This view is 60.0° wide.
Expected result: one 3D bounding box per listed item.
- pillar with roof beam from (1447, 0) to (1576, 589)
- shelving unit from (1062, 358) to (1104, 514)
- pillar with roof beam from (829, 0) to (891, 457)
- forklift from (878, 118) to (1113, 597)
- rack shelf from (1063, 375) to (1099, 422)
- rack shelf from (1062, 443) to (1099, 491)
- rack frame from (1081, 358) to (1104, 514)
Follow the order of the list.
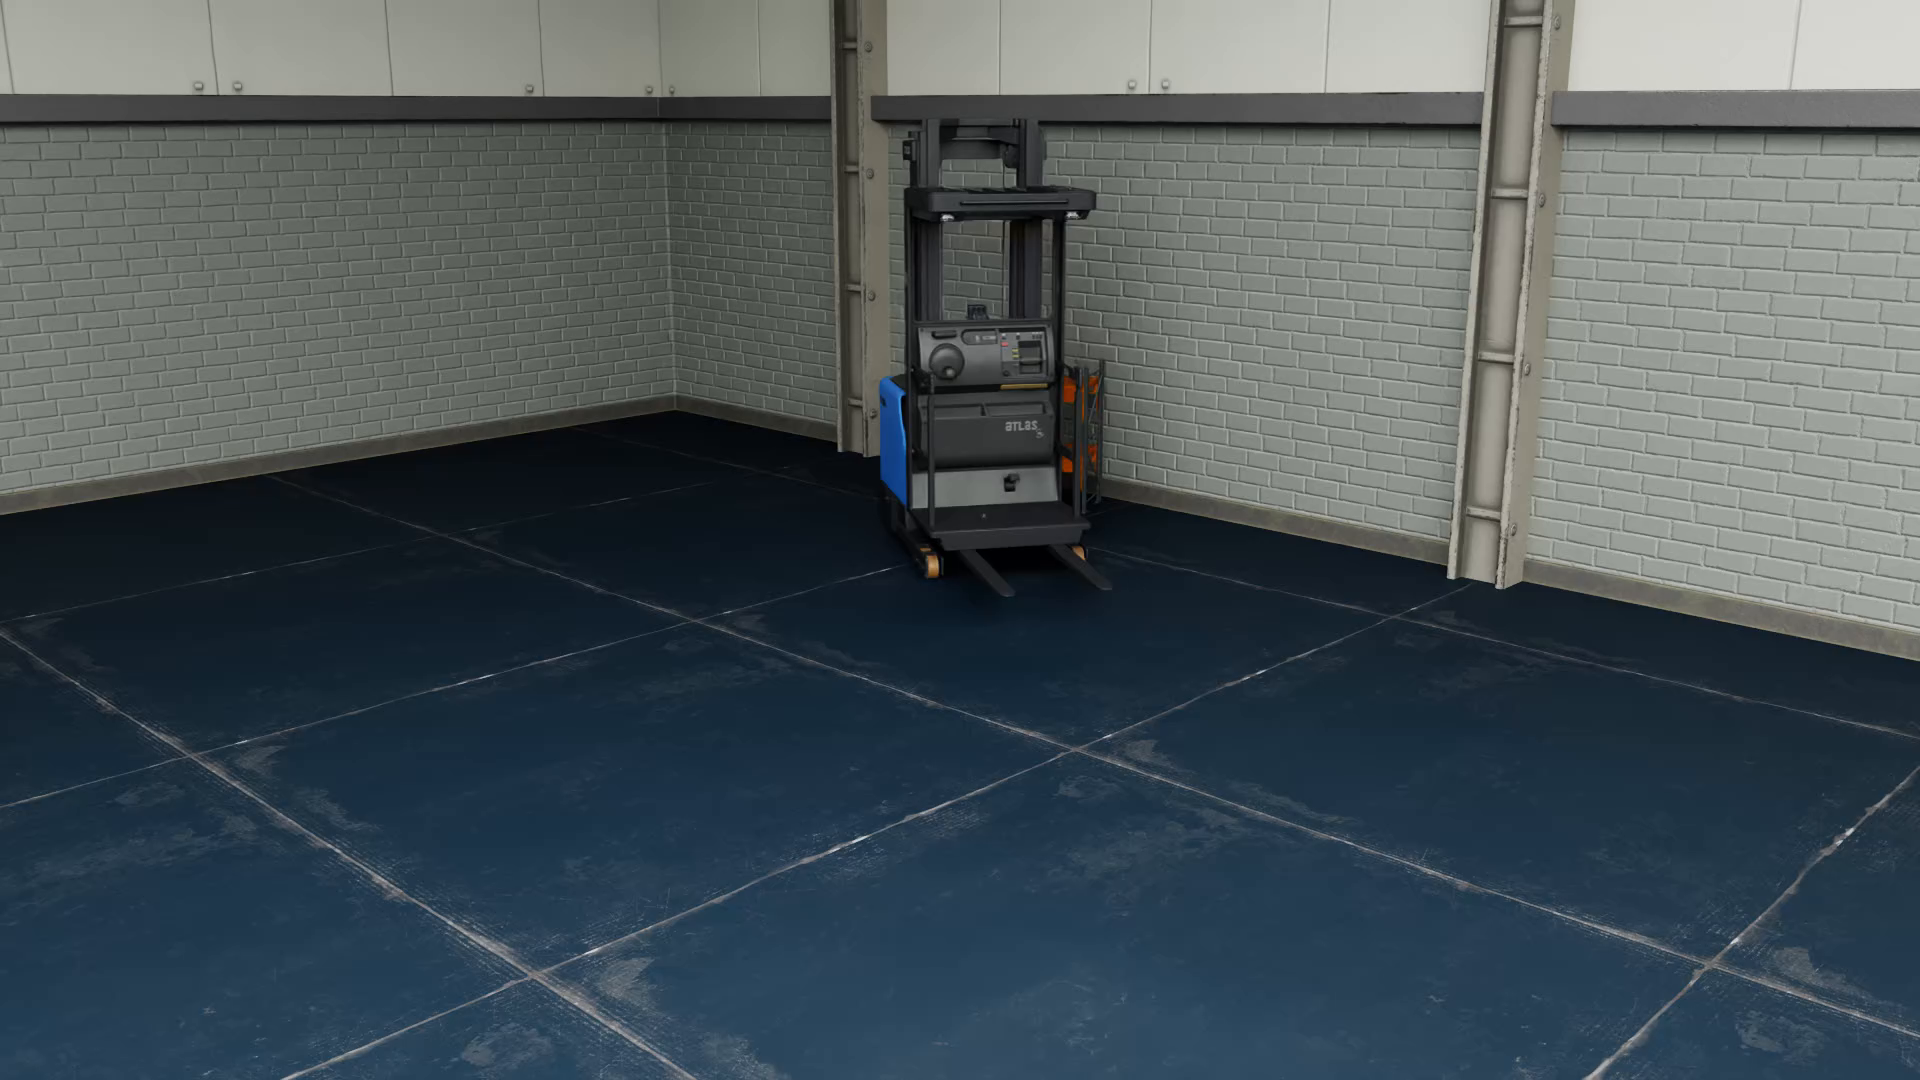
[{"bbox_3d":[0.471,-3.318,6.818,0.400,9.000,9.100,14,20,42],"label":"pillar with roof beam"},{"bbox_3d":[0.541,-0.844,12.942,1.048,1.125,0.538,5,15,19],"label":"shelving unit"},{"bbox_3d":[-3.848,-4.368,10.848,0.400,9.000,9.100,14,20,42],"label":"pillar with roof beam"},{"bbox_3d":[0.230,-1.263,10.968,1.130,2.935,3.031,-3,15,-13],"label":"forklift"},{"bbox_3d":[0.541,-1.128,12.868,1.000,0.278,0.538,5,15,19],"label":"rack shelf"},{"bbox_3d":[0.541,-0.608,13.003,1.000,0.278,0.538,5,15,19],"label":"rack shelf"},{"bbox_3d":[1.021,-0.802,12.778,0.032,1.125,0.500,5,15,19],"label":"rack frame"}]
